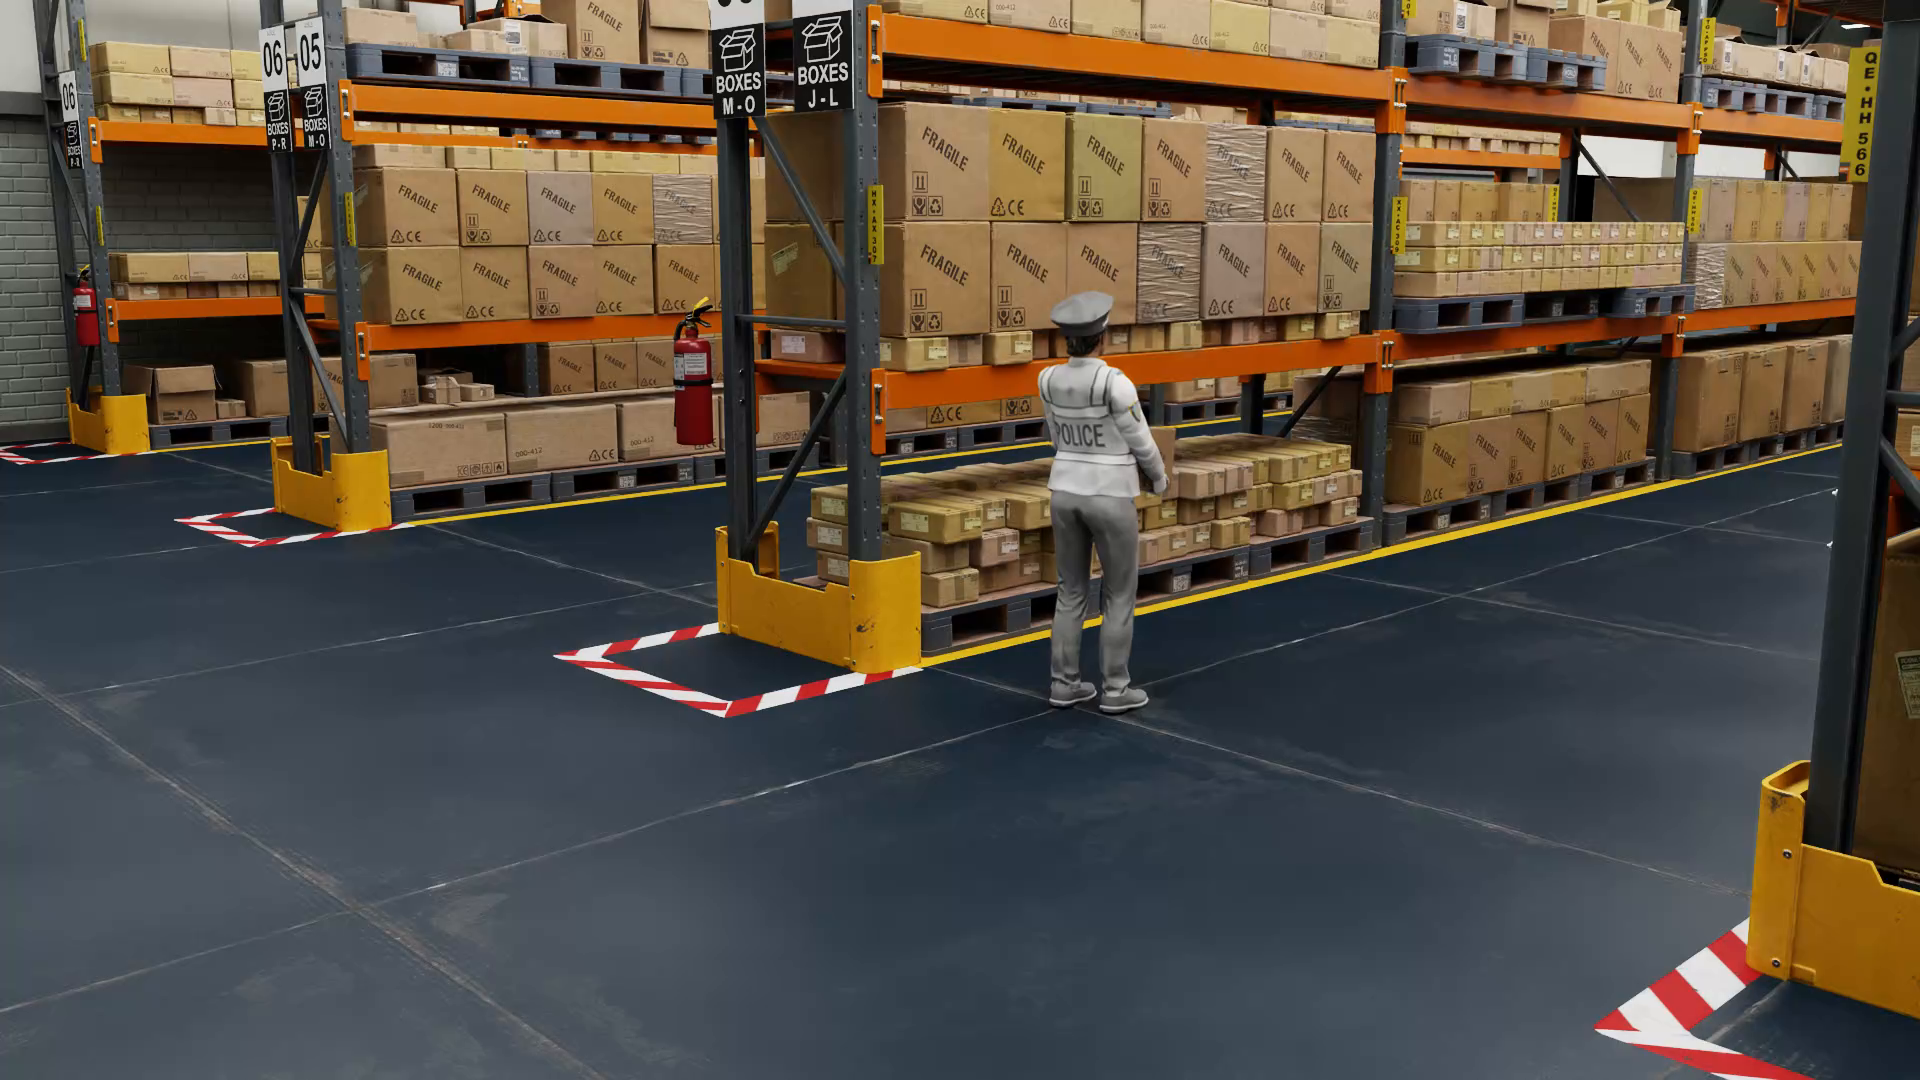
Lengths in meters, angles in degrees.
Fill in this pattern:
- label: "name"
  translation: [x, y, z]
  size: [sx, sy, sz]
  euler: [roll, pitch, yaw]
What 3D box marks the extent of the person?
- label: "person"
  translation: [0.579, -0.152, 6.671]
  size: [0.459, 1.687, 0.546]
  euler: [8, 14, 38]
